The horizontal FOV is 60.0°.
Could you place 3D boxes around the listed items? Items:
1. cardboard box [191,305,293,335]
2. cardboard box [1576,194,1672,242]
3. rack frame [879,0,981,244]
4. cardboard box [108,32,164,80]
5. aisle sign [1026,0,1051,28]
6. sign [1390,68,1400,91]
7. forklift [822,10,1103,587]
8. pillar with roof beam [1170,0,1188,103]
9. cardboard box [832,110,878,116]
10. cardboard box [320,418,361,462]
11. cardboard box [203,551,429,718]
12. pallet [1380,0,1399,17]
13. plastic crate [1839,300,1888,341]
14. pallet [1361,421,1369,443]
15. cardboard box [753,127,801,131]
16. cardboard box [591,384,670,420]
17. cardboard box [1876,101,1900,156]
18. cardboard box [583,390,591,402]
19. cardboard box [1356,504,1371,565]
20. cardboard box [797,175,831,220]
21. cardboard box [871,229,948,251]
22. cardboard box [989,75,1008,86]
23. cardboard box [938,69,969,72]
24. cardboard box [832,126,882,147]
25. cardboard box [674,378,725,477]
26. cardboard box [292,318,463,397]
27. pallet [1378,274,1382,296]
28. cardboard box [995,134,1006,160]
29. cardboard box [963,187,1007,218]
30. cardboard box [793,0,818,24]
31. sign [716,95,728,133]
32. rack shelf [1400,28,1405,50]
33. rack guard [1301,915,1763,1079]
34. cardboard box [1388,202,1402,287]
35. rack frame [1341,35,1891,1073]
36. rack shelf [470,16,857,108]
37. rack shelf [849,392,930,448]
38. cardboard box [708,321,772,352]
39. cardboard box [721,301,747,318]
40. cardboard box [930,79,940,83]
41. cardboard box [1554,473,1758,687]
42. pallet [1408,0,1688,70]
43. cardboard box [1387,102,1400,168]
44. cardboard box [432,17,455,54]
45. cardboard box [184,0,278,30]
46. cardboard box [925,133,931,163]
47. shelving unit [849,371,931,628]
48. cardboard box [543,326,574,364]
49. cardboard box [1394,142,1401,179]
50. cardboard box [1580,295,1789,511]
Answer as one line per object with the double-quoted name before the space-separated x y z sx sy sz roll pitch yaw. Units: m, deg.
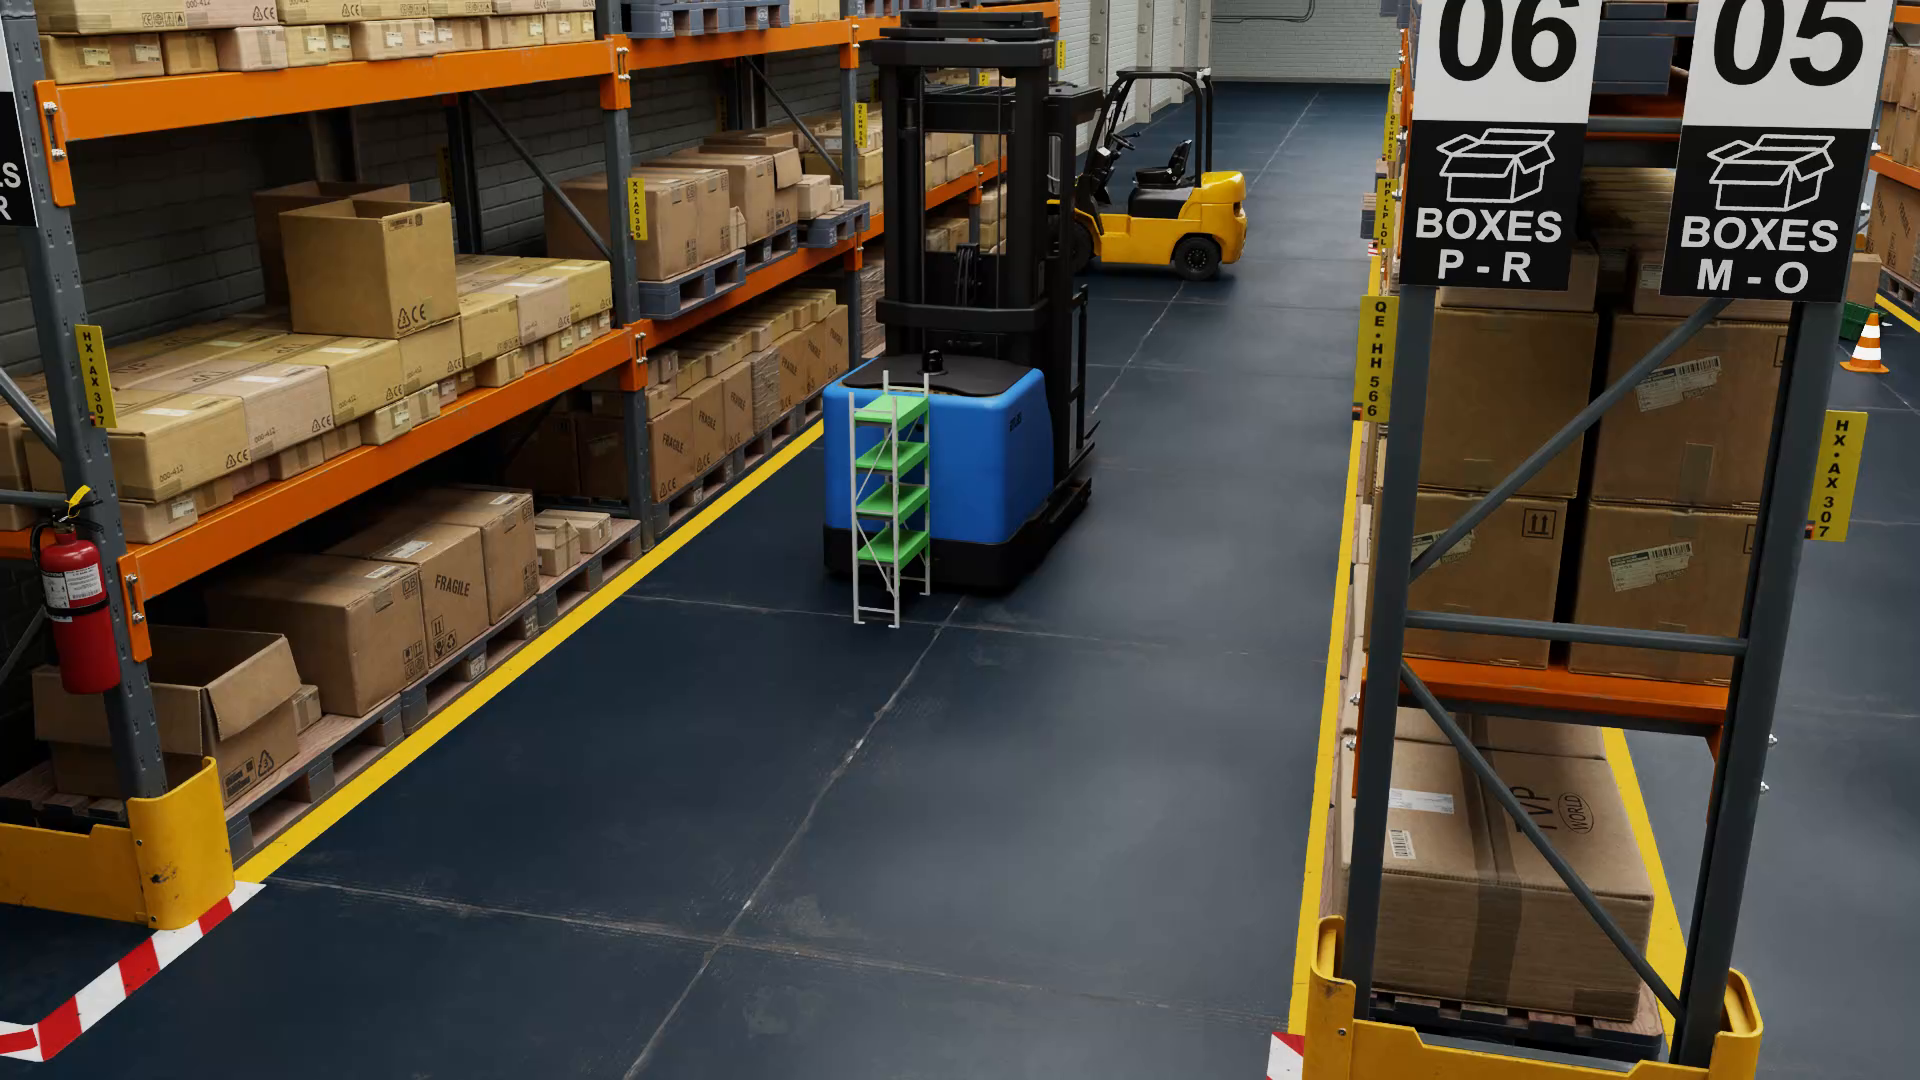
"cardboard box" -2.995 -0.858 7.331 0.500 0.250 0.500 5 19 13
"cardboard box" 2.168 -0.999 5.268 0.380 0.149 0.250 5 19 14
"rack frame" -0.299 -3.904 16.477 1.000 3.000 0.127 5 19 13
"cardboard box" -2.889 -1.609 5.506 0.380 0.149 0.250 5 19 14
"aisle sign" 0.979 -6.385 19.719 0.394 0.787 0.004 5 19 13
"sign" 4.967 -5.219 18.988 0.100 0.325 0.005 5 19 13
"forklift" 0.187 -1.579 9.776 1.130 2.935 3.031 6 20 16
"pillar with roof beam" 9.673 -15.032 39.775 9.100 9.000 0.400 5 19 13
"cardboard box" -0.955 -3.770 14.925 0.380 0.149 0.250 5 19 13
"cardboard box" -2.656 -0.432 6.700 0.380 0.149 0.250 5 19 14
"cardboard box" -2.743 0.392 7.116 0.700 0.500 0.500 5 20 16
"pallet" 4.011 -4.333 13.384 1.213 0.211 1.003 5 19 13
"plastic crate" 8.112 -2.008 15.188 0.450 0.188 0.662 29 33 36
"pallet" 3.272 -0.699 11.407 1.003 0.211 1.213 5 19 13
"cardboard box" -1.437 -3.213 13.296 0.380 0.149 0.250 5 20 15
"cardboard box" -1.908 -0.811 9.635 0.380 0.149 0.250 6 20 16
"cardboard box" 10.271 -4.359 17.576 0.875 0.550 0.550 5 19 13
"cardboard box" -2.384 -0.940 10.014 0.380 0.149 0.250 5 19 13
"cardboard box" 2.303 0.196 7.786 0.875 0.438 0.875 4 19 13
"cardboard box" -1.220 -2.422 11.719 0.500 0.250 0.500 4 19 11
"cardboard box" -0.612 -2.572 15.601 0.875 0.625 0.625 4 19 13
"cardboard box" 0.297 -4.801 17.485 0.380 0.149 0.250 4 19 13
"cardboard box" -0.033 -5.166 18.552 0.380 0.149 0.250 4 19 12
"cardboard box" -0.811 -3.248 13.396 0.380 0.149 0.250 5 20 15
"cardboard box" -1.796 -0.714 10.354 0.500 0.500 0.500 4 19 13
"cardboard box" -2.511 -0.813 7.198 0.500 0.250 0.500 4 19 12
"pallet" 4.645 -2.407 16.408 1.003 0.211 1.213 5 19 13
"cardboard box" 0.174 -4.234 17.289 0.500 0.500 0.500 5 19 14
"cardboard box" 0.259 -3.561 17.530 0.500 0.250 0.500 5 19 13
"cardboard box" -1.288 -3.661 11.357 0.500 0.250 0.500 5 19 14
"sign" -1.815 -3.241 12.744 0.100 0.325 0.005 5 19 13
"rack shelf" 4.027 -3.965 13.129 1.077 0.370 4.000 5 19 13
"rack guard" 1.578 1.438 4.703 1.175 0.500 0.348 5 19 13
"cardboard box" 1.944 -1.079 6.503 0.500 0.500 0.500 5 19 14
"rack frame" 1.584 0.248 4.321 1.000 3.000 0.127 5 19 13
"rack shelf" -1.765 -3.102 10.602 1.077 0.370 4.000 5 19 13
"rack shelf" -0.348 -0.605 8.315 0.258 0.148 0.480 6 20 16
"cardboard box" -1.502 -1.385 11.315 0.380 0.149 0.250 4 19 11
"cardboard box" -1.780 -1.669 12.147 0.380 0.149 0.250 5 19 14
"cardboard box" -0.412 -4.598 16.891 0.380 0.149 0.250 4 19 12
"cardboard box" 1.979 0.073 4.679 0.500 0.500 0.500 5 19 13
"pallet" 2.051 -1.746 5.656 1.003 0.211 1.213 5 19 13
"cardboard box" 3.618 -3.132 12.952 0.500 0.500 0.500 3 19 10
"cardboard box" -2.405 -2.164 7.129 0.380 0.149 0.250 5 19 14
"cardboard box" -2.753 -1.911 5.771 0.500 0.250 0.500 5 19 14
"cardboard box" -0.561 -3.417 14.510 0.500 0.250 0.500 5 19 14
"shelving unit" -0.348 -0.211 8.449 0.258 1.200 0.503 6 20 16
"cardboard box" -2.169 -0.991 8.337 0.380 0.149 0.250 5 20 15
"cardboard box" 2.546 -1.849 8.758 0.500 0.500 0.500 5 19 14
"cardboard box" 1.977 -0.400 4.518 0.500 0.500 0.500 4 19 12
